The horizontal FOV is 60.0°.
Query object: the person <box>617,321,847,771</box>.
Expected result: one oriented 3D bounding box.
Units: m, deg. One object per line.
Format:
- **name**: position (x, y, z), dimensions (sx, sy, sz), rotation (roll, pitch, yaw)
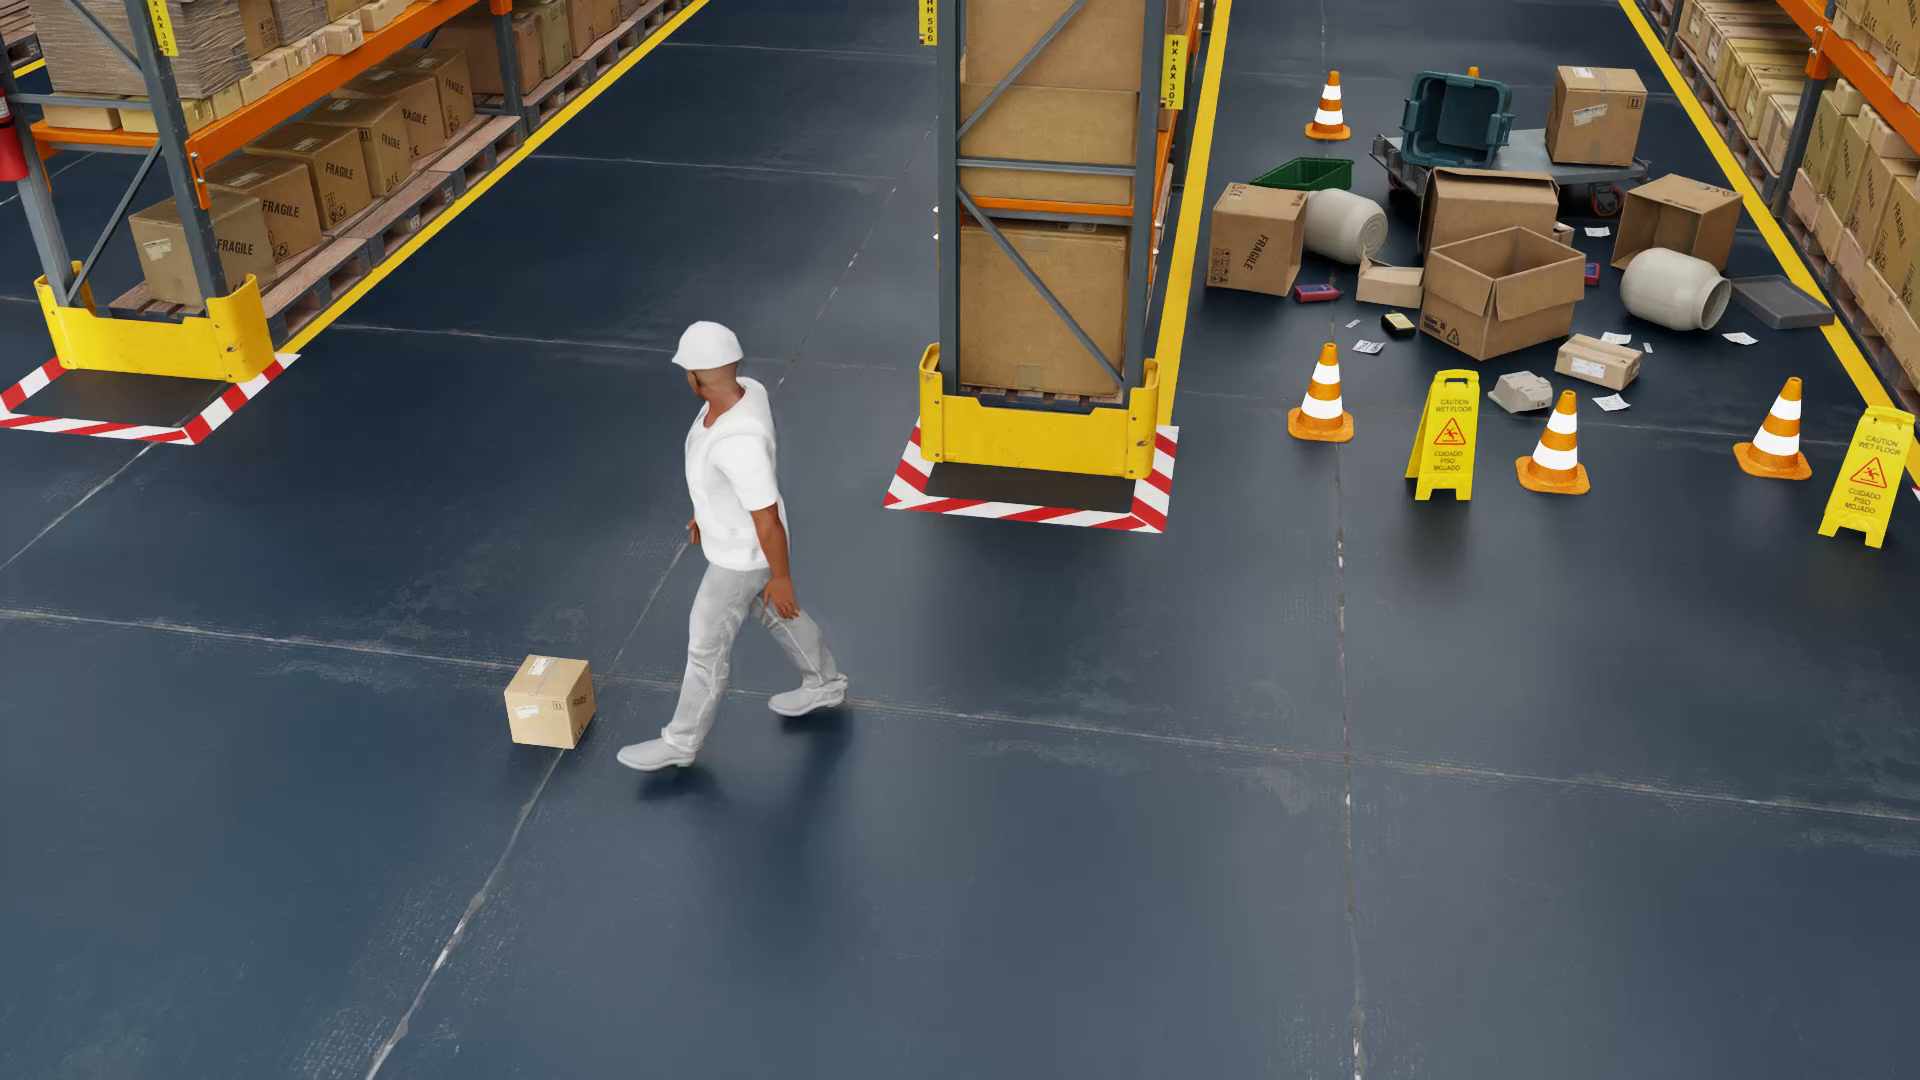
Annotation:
- **person**: position (-0.877, 0.005, 6.084), dimensions (0.890, 1.735, 0.596), rotation (-4, 32, -6)
